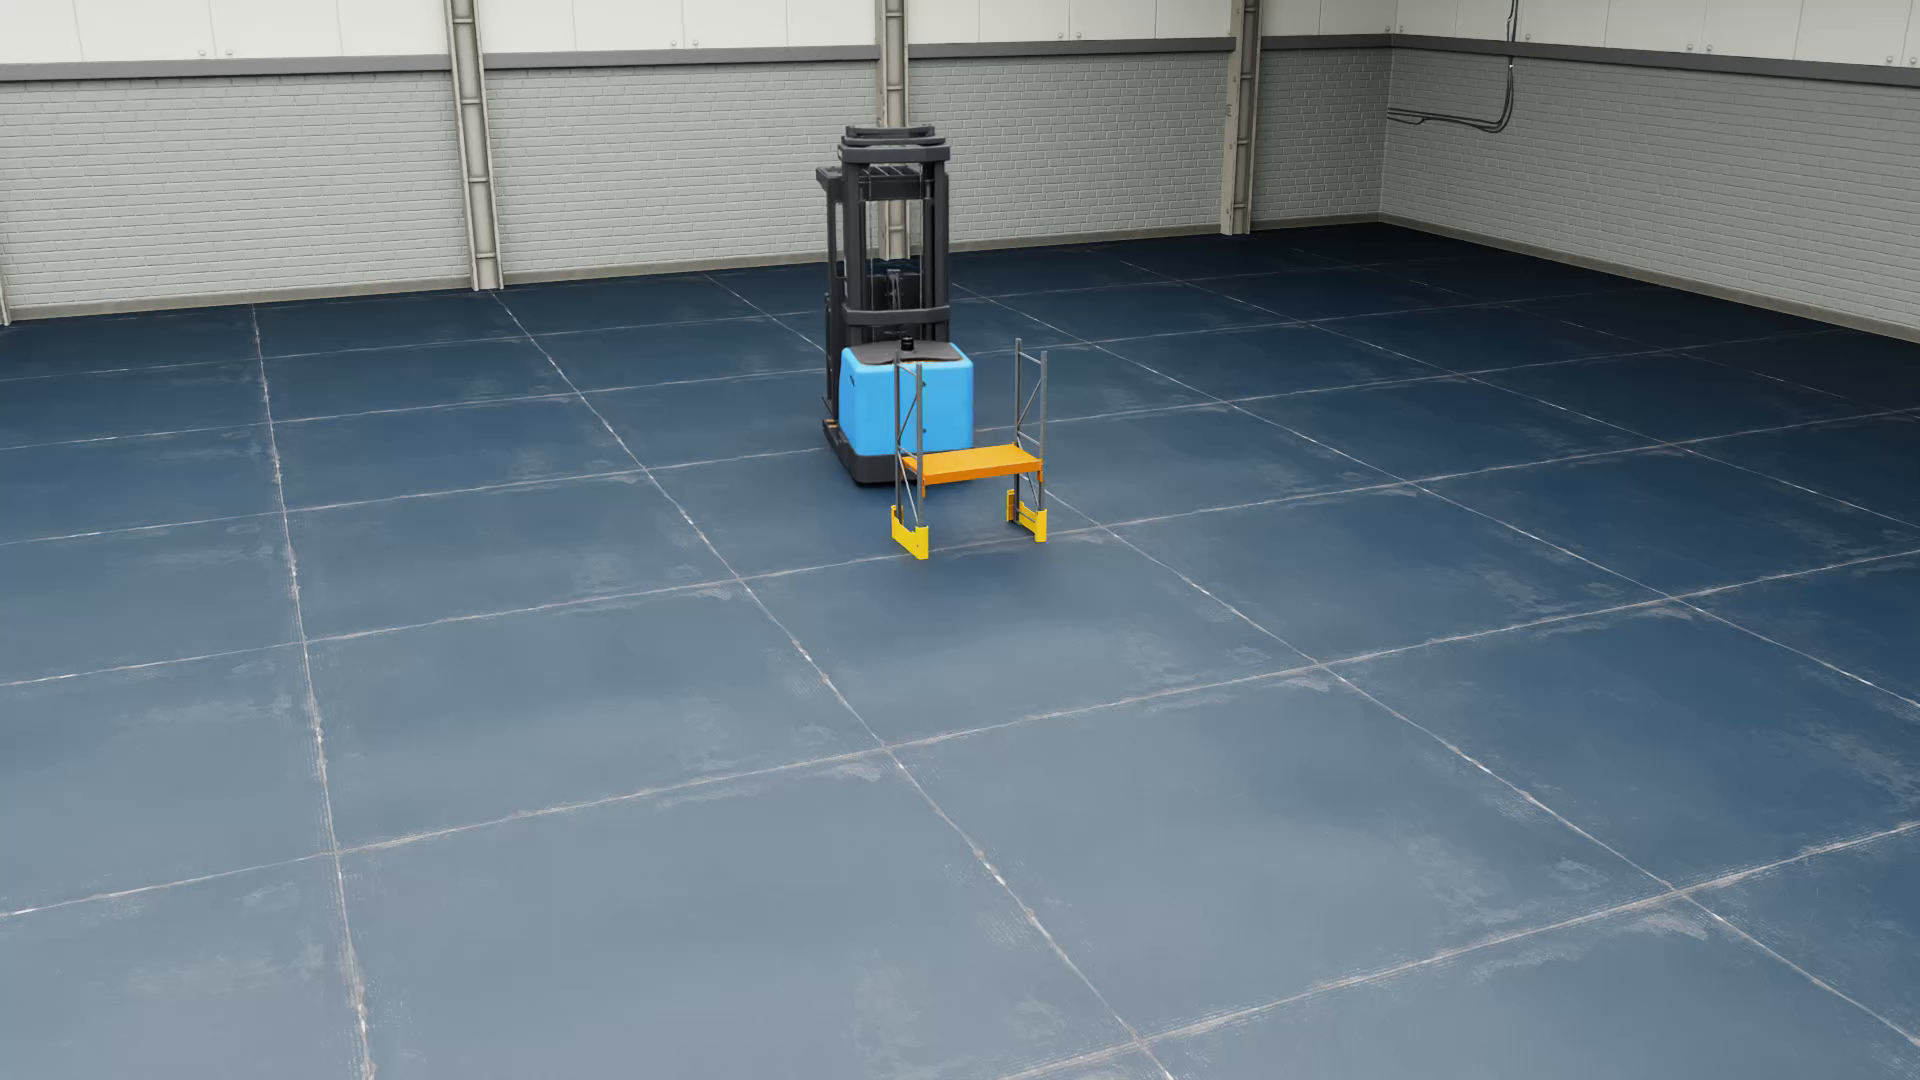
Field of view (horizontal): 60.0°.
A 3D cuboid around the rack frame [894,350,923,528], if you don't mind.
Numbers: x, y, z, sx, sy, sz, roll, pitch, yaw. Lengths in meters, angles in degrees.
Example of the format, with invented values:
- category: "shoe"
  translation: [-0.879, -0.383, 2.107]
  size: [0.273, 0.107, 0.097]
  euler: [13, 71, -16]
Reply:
- category: "rack frame"
  translation: [-0.388, -0.652, 12.615]
  size: [0.032, 1.500, 0.500]
  euler: [-8, 21, -22]

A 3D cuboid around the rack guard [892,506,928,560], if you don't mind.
- category: "rack guard"
  translation: [-0.387, -0.062, 12.823]
  size: [0.087, 0.250, 0.587]
  euler: [-8, 21, -22]

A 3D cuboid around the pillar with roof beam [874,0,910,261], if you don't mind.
- category: "pillar with roof beam"
  translation: [0.715, -7.191, 19.897]
  size: [0.400, 9.000, 9.100]
  euler: [-8, 21, -22]

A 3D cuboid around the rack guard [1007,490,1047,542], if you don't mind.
- category: "rack guard"
  translation: [0.527, -0.193, 13.195]
  size: [0.087, 0.250, 0.587]
  euler: [-8, 21, -22]

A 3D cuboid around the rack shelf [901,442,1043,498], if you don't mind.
- category: "rack shelf"
  translation: [0.078, -0.549, 12.865]
  size: [1.000, 0.185, 0.538]
  euler: [-8, 21, -22]

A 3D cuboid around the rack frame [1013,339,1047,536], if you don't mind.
- category: "rack frame"
  translation: [0.545, -0.786, 12.995]
  size: [0.032, 1.500, 0.500]
  euler: [-8, 21, -22]

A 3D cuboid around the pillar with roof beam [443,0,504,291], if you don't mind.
- category: "pillar with roof beam"
  translation: [-4.794, -6.402, 17.655]
  size: [0.400, 9.000, 9.100]
  euler: [-8, 21, -22]

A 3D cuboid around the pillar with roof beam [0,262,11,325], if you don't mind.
- category: "pillar with roof beam"
  translation: [-10.303, -5.613, 15.413]
  size: [0.400, 9.000, 9.100]
  euler: [-8, 21, -22]

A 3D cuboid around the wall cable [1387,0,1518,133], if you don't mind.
- category: "wall cable"
  translation: [7.748, -7.813, 26.338]
  size: [0.112, 2.526, 3.097]
  euler: [-8, 21, -22]

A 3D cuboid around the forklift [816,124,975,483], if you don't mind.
- category: "forklift"
  translation: [-0.691, -2.323, 15.205]
  size: [1.130, 2.935, 3.031]
  euler: [-4, 20, -12]

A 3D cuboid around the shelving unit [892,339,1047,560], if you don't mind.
- category: "shelving unit"
  translation: [0.070, -0.717, 12.801]
  size: [1.083, 1.500, 0.587]
  euler: [-8, 21, -22]

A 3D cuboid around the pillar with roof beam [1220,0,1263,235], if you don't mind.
- category: "pillar with roof beam"
  translation: [6.224, -7.981, 22.138]
  size: [0.400, 9.000, 9.100]
  euler: [-8, 21, -22]
